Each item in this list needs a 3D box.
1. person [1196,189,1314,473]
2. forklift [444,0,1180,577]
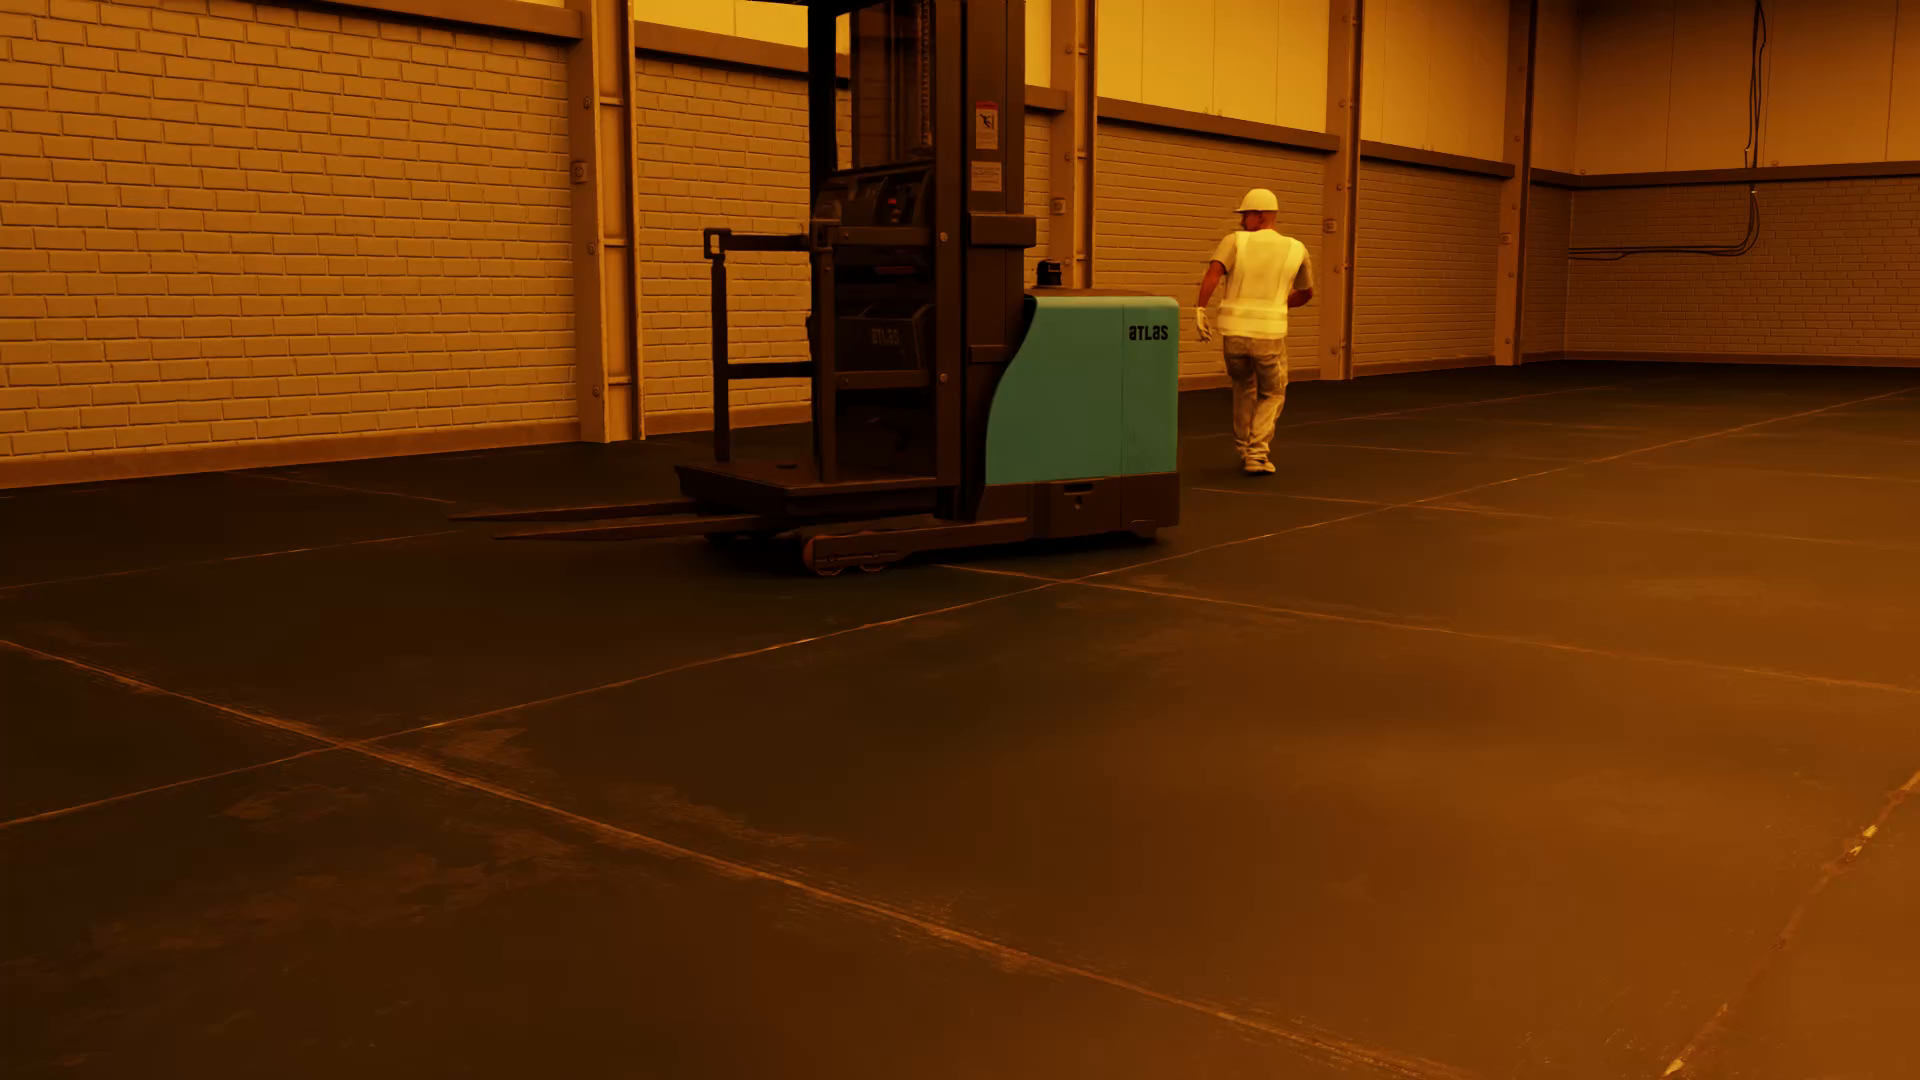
[{"bbox_3d":[1.805,-1.238,10.114,0.629,1.769,0.844,3,9,19],"label":"person"},{"bbox_3d":[-0.550,-1.394,6.812,3.031,2.935,1.130,-5,10,-32],"label":"forklift"}]
